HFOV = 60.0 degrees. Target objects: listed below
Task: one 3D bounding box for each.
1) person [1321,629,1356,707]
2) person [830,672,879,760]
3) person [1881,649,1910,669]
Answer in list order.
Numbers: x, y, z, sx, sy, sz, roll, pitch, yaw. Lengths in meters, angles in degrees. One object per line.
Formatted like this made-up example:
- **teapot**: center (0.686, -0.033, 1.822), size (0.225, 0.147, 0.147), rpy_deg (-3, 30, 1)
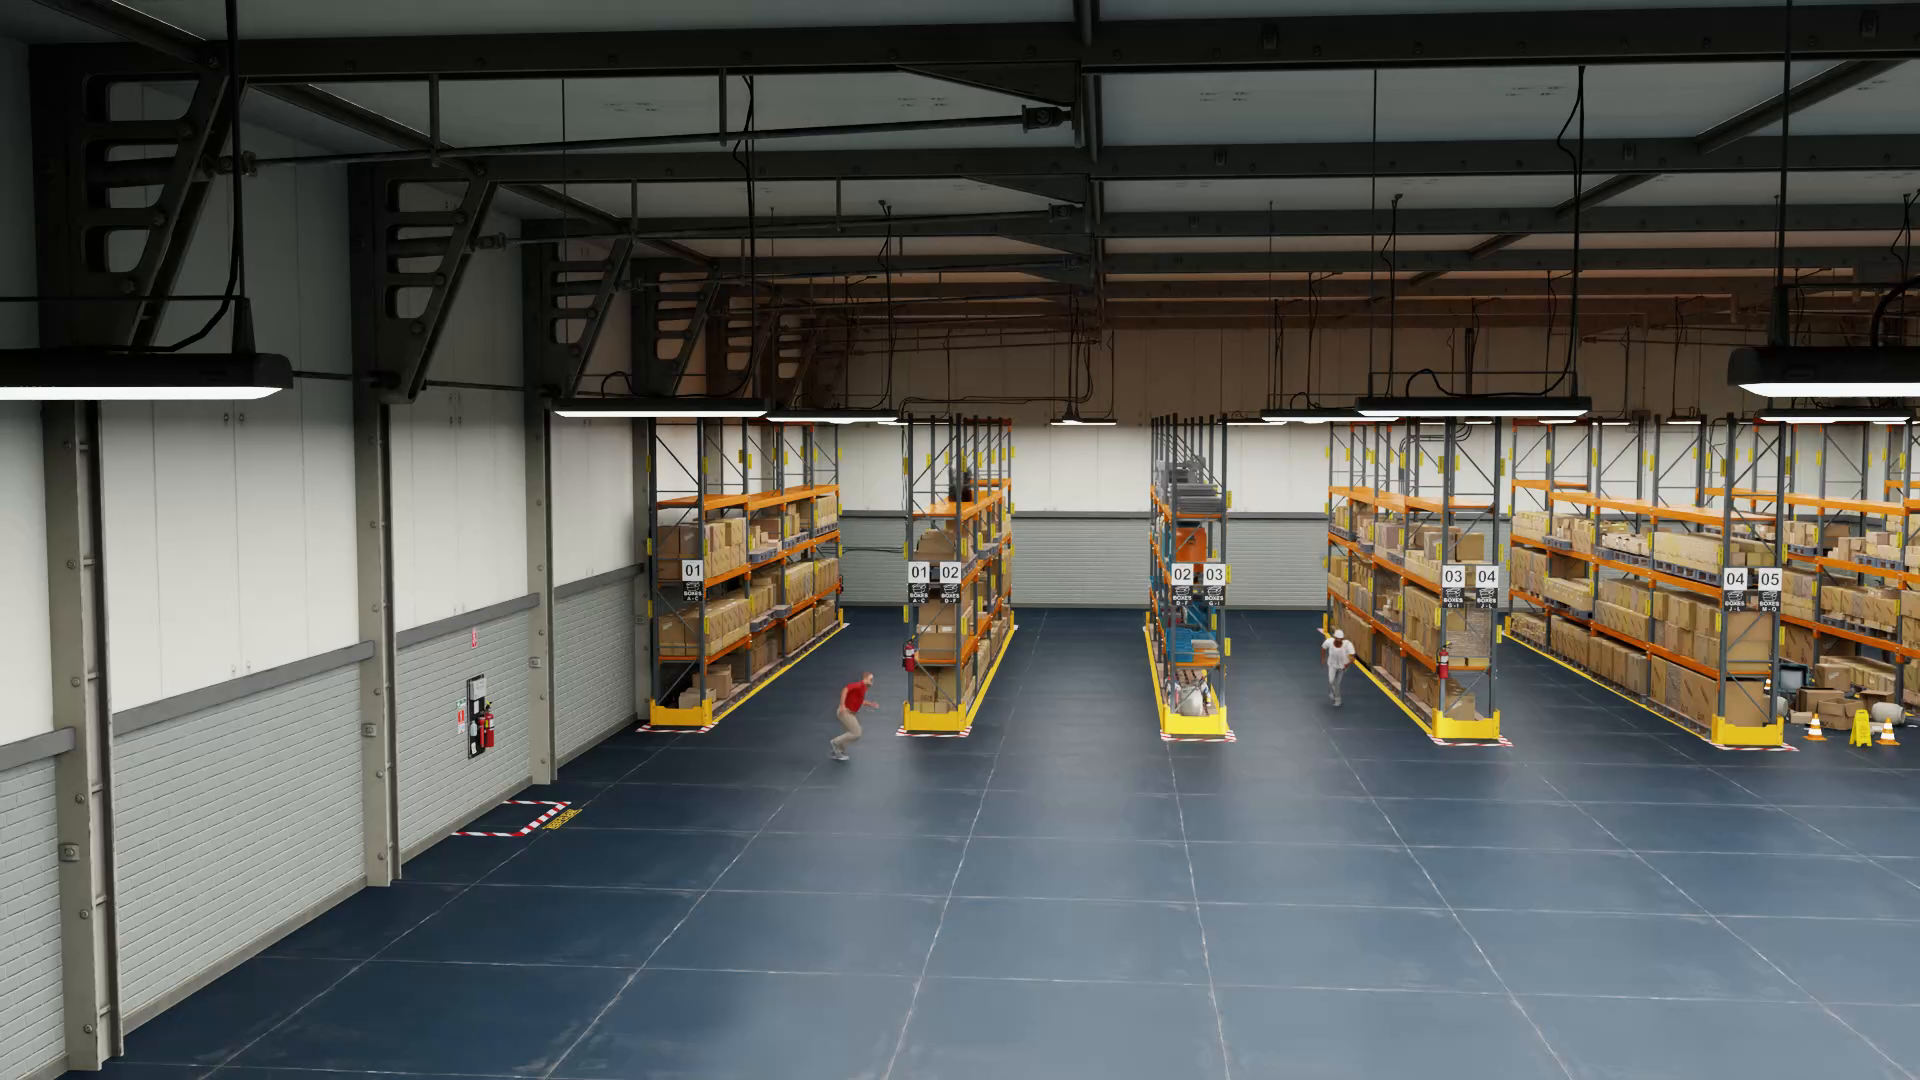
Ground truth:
- **person**: center (7.833, 2.611, 34.468), size (0.703, 1.606, 1.123), rpy_deg (1, 4, 11)
- **person**: center (-1.836, 3.031, 28.564), size (0.858, 1.548, 0.697), rpy_deg (1, 4, 10)
- **person**: center (21.893, 2.269, 38.921), size (0.647, 1.687, 0.867), rpy_deg (0, 4, -7)
